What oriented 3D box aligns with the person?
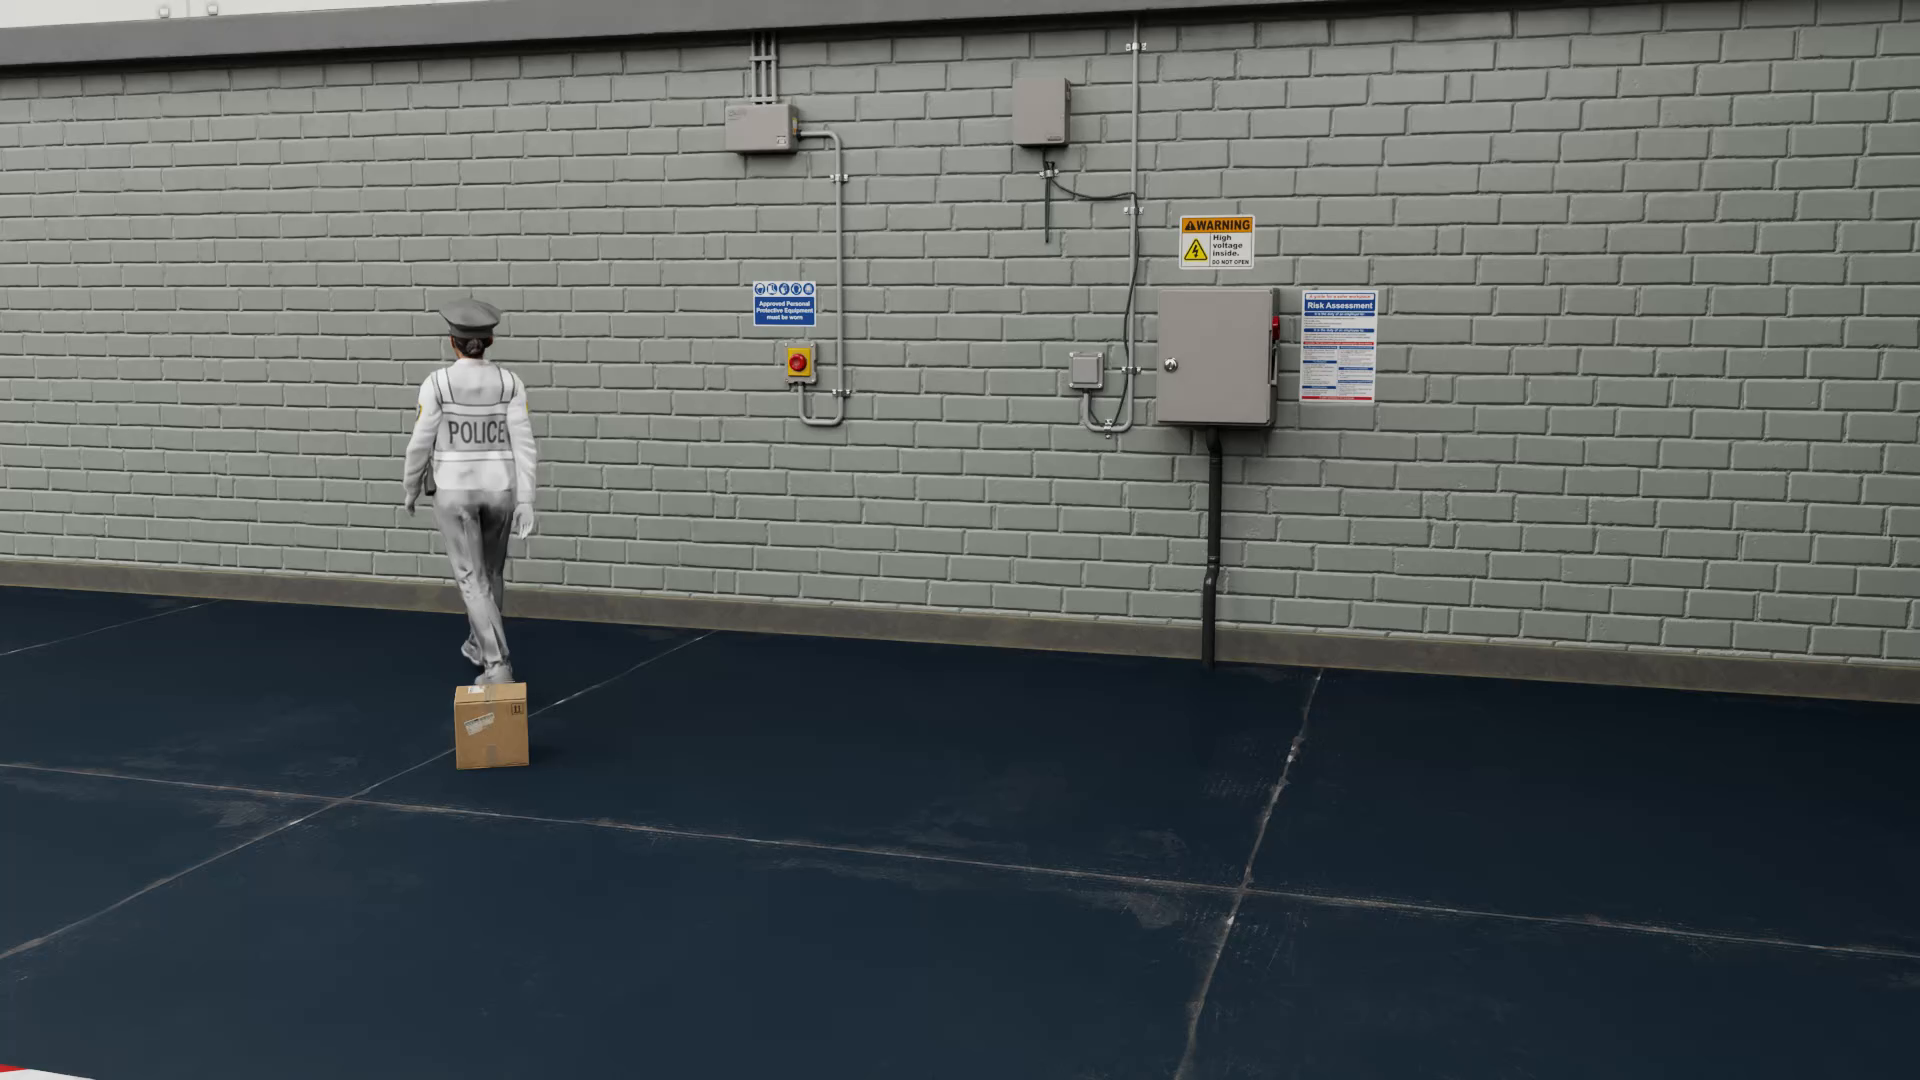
[{"bbox_3d":[-2.103,-0.190,7.086,0.502,1.594,0.961,-6,10,-34],"label":"person"}]
